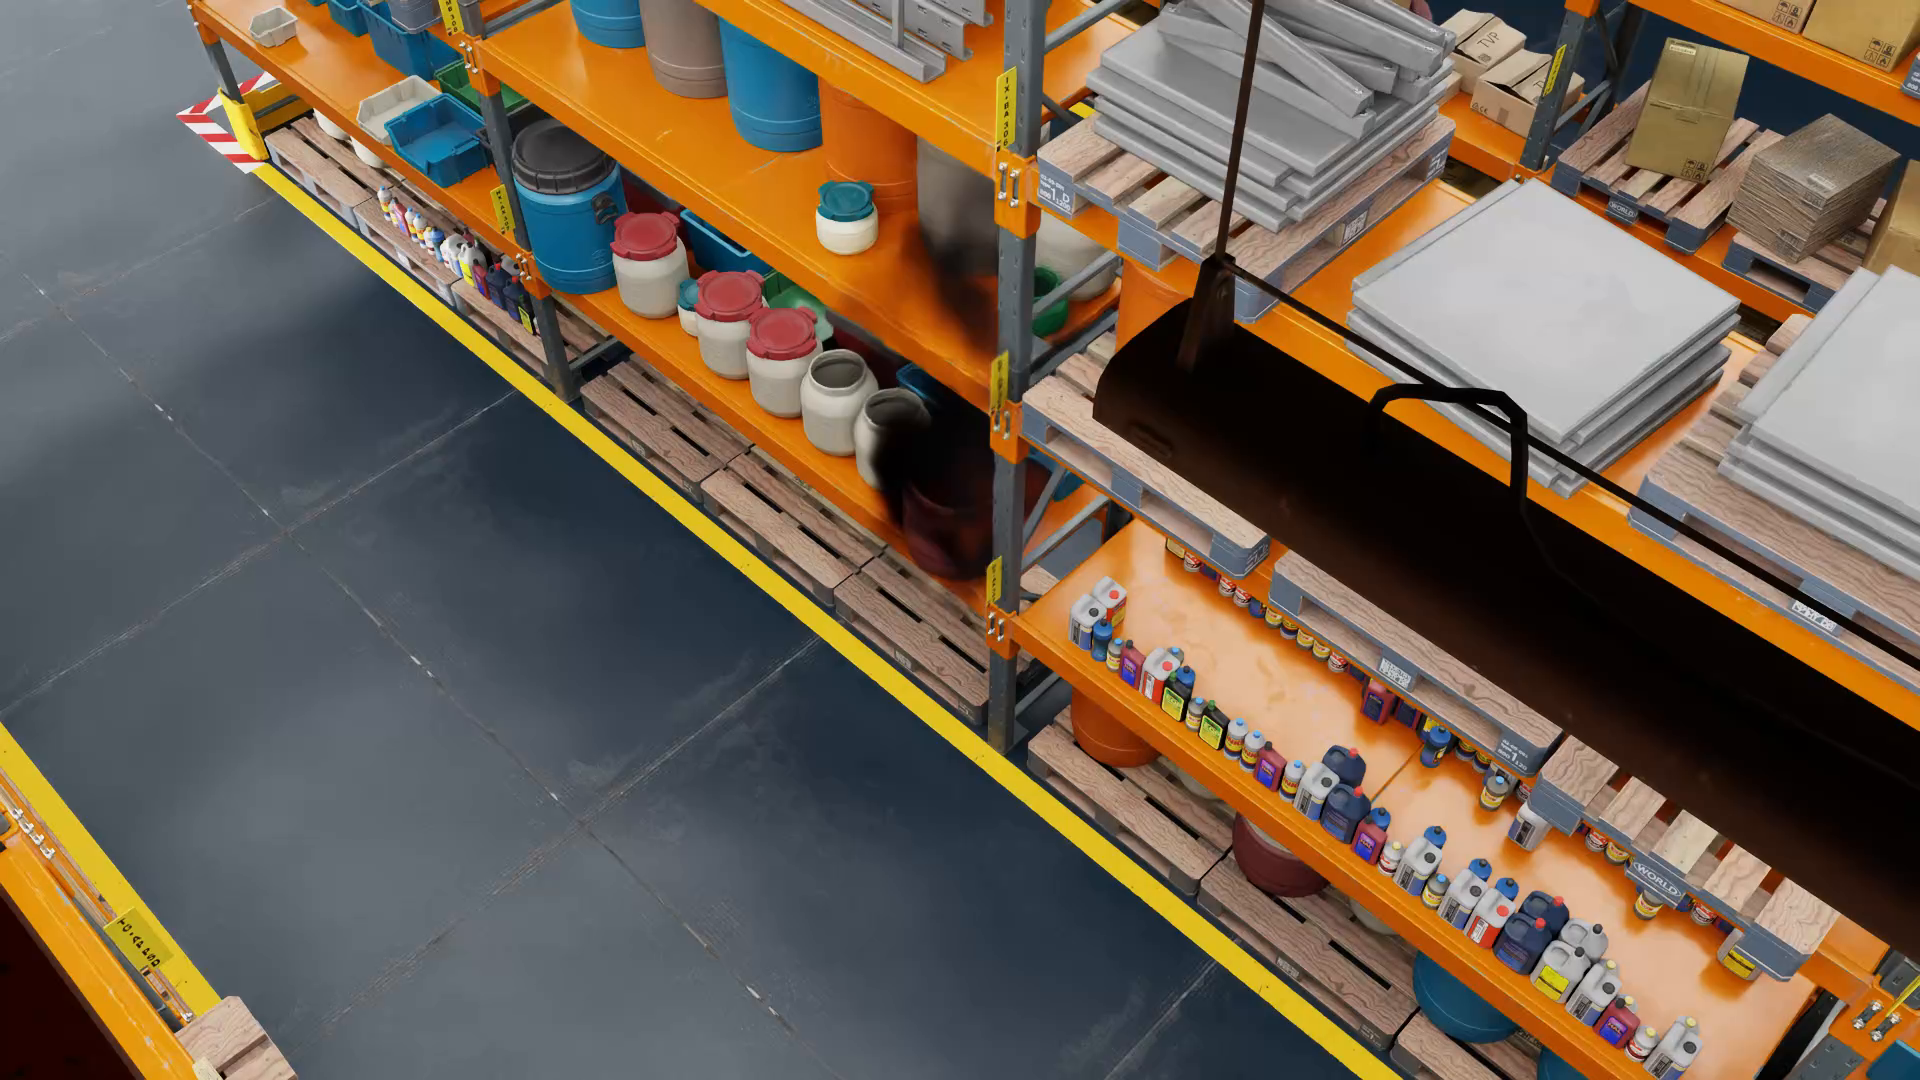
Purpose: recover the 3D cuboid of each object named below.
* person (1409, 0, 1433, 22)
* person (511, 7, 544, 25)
[{"bbox_3d":[3.603,-4.855,13.391,0.787,1.708,0.556,34,58,25],"label":"person"},{"bbox_3d":[-3.499,-4.560,13.069,0.527,1.730,0.745,25,54,19],"label":"person"}]
